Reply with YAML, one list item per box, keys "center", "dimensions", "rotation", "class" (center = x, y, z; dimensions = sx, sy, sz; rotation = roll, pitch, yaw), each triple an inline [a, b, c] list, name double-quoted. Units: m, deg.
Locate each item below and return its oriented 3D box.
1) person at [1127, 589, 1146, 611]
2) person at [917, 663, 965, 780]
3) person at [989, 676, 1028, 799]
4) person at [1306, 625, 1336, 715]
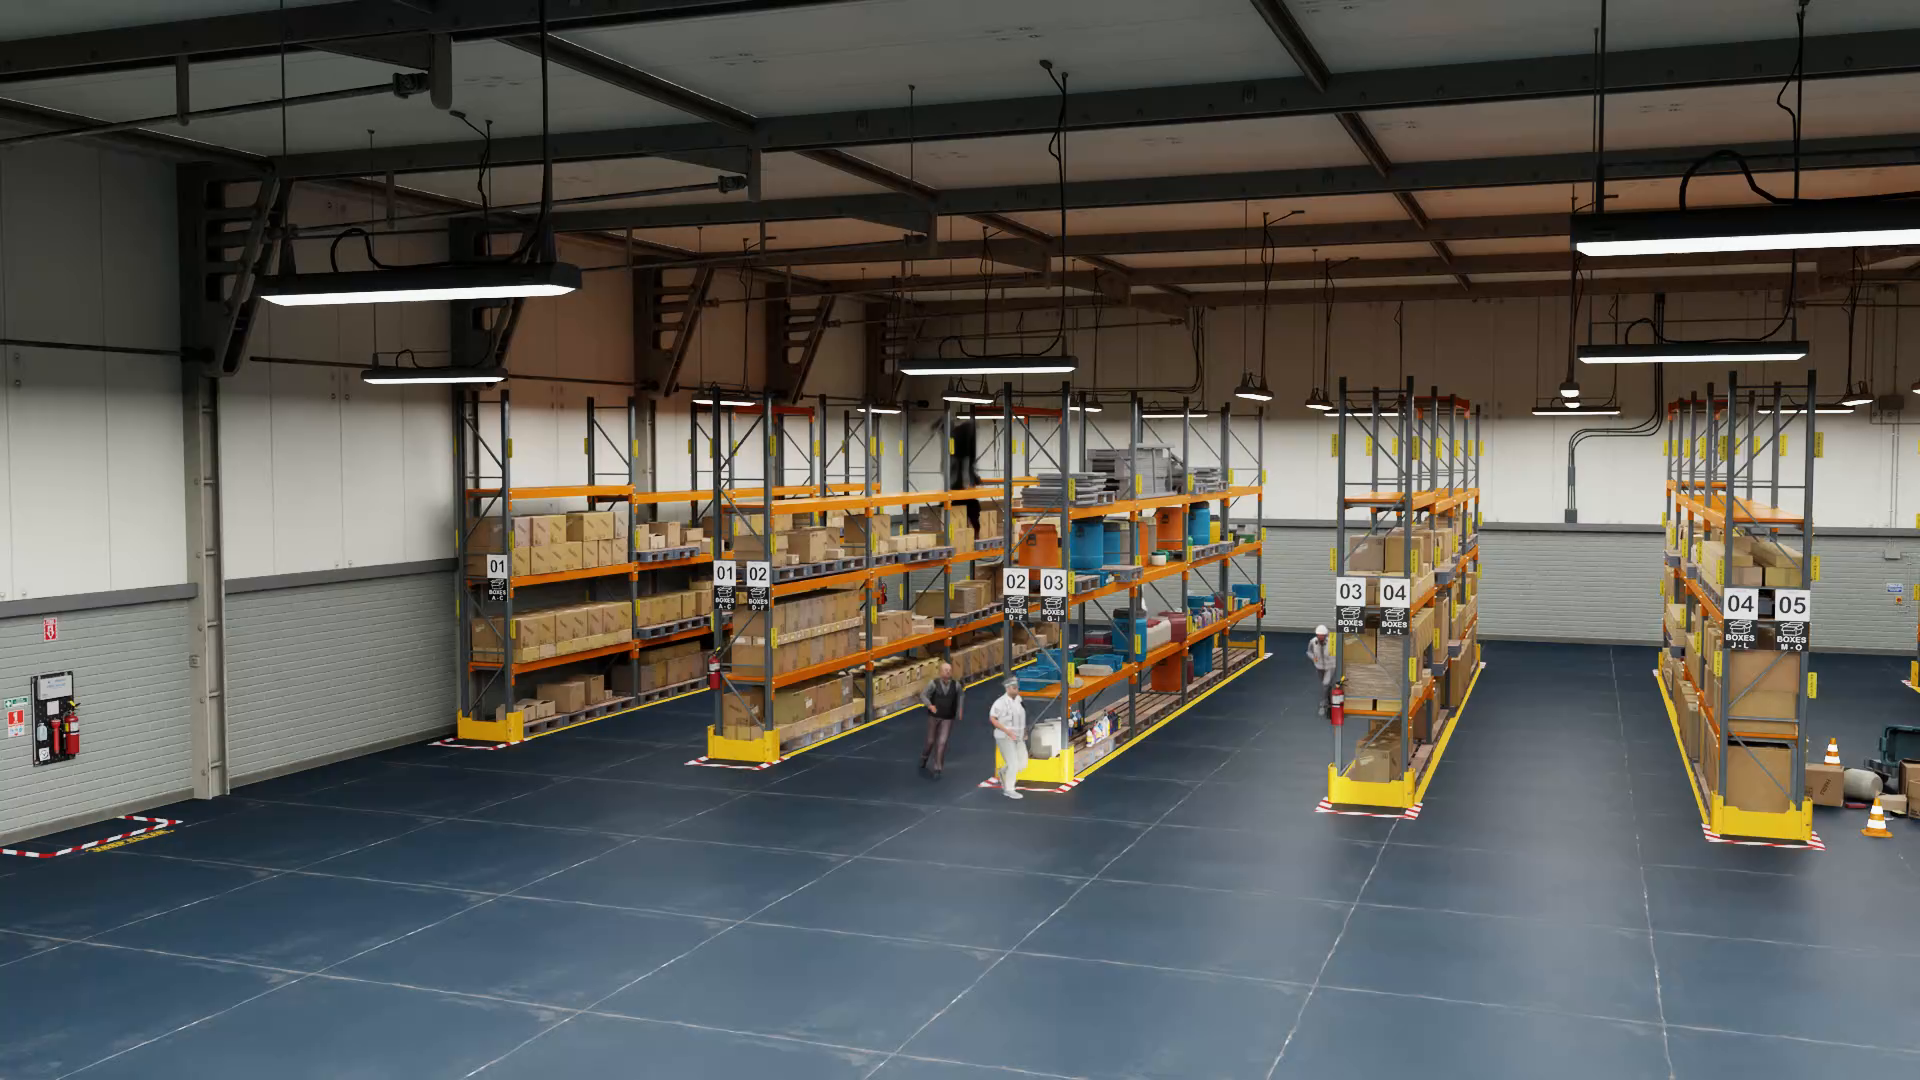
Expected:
- center: [3.729, 1.879, 35.799]
  dimensions: [0.780, 1.825, 0.745]
  rotation: [-3, 4, -43]
  class: "person"
- center: [-0.272, 2.781, 25.433]
  dimensions: [0.729, 1.630, 0.945]
  rotation: [0, 3, -4]
  class: "person"
- center: [0.698, 2.819, 23.866]
  dimensions: [0.562, 1.748, 0.671]
  rotation: [3, 4, 44]
  class: "person"
- center: [6.957, 2.449, 31.561]
  dimensions: [0.701, 1.733, 1.038]
  rotation: [1, 3, 25]
  class: "person"
